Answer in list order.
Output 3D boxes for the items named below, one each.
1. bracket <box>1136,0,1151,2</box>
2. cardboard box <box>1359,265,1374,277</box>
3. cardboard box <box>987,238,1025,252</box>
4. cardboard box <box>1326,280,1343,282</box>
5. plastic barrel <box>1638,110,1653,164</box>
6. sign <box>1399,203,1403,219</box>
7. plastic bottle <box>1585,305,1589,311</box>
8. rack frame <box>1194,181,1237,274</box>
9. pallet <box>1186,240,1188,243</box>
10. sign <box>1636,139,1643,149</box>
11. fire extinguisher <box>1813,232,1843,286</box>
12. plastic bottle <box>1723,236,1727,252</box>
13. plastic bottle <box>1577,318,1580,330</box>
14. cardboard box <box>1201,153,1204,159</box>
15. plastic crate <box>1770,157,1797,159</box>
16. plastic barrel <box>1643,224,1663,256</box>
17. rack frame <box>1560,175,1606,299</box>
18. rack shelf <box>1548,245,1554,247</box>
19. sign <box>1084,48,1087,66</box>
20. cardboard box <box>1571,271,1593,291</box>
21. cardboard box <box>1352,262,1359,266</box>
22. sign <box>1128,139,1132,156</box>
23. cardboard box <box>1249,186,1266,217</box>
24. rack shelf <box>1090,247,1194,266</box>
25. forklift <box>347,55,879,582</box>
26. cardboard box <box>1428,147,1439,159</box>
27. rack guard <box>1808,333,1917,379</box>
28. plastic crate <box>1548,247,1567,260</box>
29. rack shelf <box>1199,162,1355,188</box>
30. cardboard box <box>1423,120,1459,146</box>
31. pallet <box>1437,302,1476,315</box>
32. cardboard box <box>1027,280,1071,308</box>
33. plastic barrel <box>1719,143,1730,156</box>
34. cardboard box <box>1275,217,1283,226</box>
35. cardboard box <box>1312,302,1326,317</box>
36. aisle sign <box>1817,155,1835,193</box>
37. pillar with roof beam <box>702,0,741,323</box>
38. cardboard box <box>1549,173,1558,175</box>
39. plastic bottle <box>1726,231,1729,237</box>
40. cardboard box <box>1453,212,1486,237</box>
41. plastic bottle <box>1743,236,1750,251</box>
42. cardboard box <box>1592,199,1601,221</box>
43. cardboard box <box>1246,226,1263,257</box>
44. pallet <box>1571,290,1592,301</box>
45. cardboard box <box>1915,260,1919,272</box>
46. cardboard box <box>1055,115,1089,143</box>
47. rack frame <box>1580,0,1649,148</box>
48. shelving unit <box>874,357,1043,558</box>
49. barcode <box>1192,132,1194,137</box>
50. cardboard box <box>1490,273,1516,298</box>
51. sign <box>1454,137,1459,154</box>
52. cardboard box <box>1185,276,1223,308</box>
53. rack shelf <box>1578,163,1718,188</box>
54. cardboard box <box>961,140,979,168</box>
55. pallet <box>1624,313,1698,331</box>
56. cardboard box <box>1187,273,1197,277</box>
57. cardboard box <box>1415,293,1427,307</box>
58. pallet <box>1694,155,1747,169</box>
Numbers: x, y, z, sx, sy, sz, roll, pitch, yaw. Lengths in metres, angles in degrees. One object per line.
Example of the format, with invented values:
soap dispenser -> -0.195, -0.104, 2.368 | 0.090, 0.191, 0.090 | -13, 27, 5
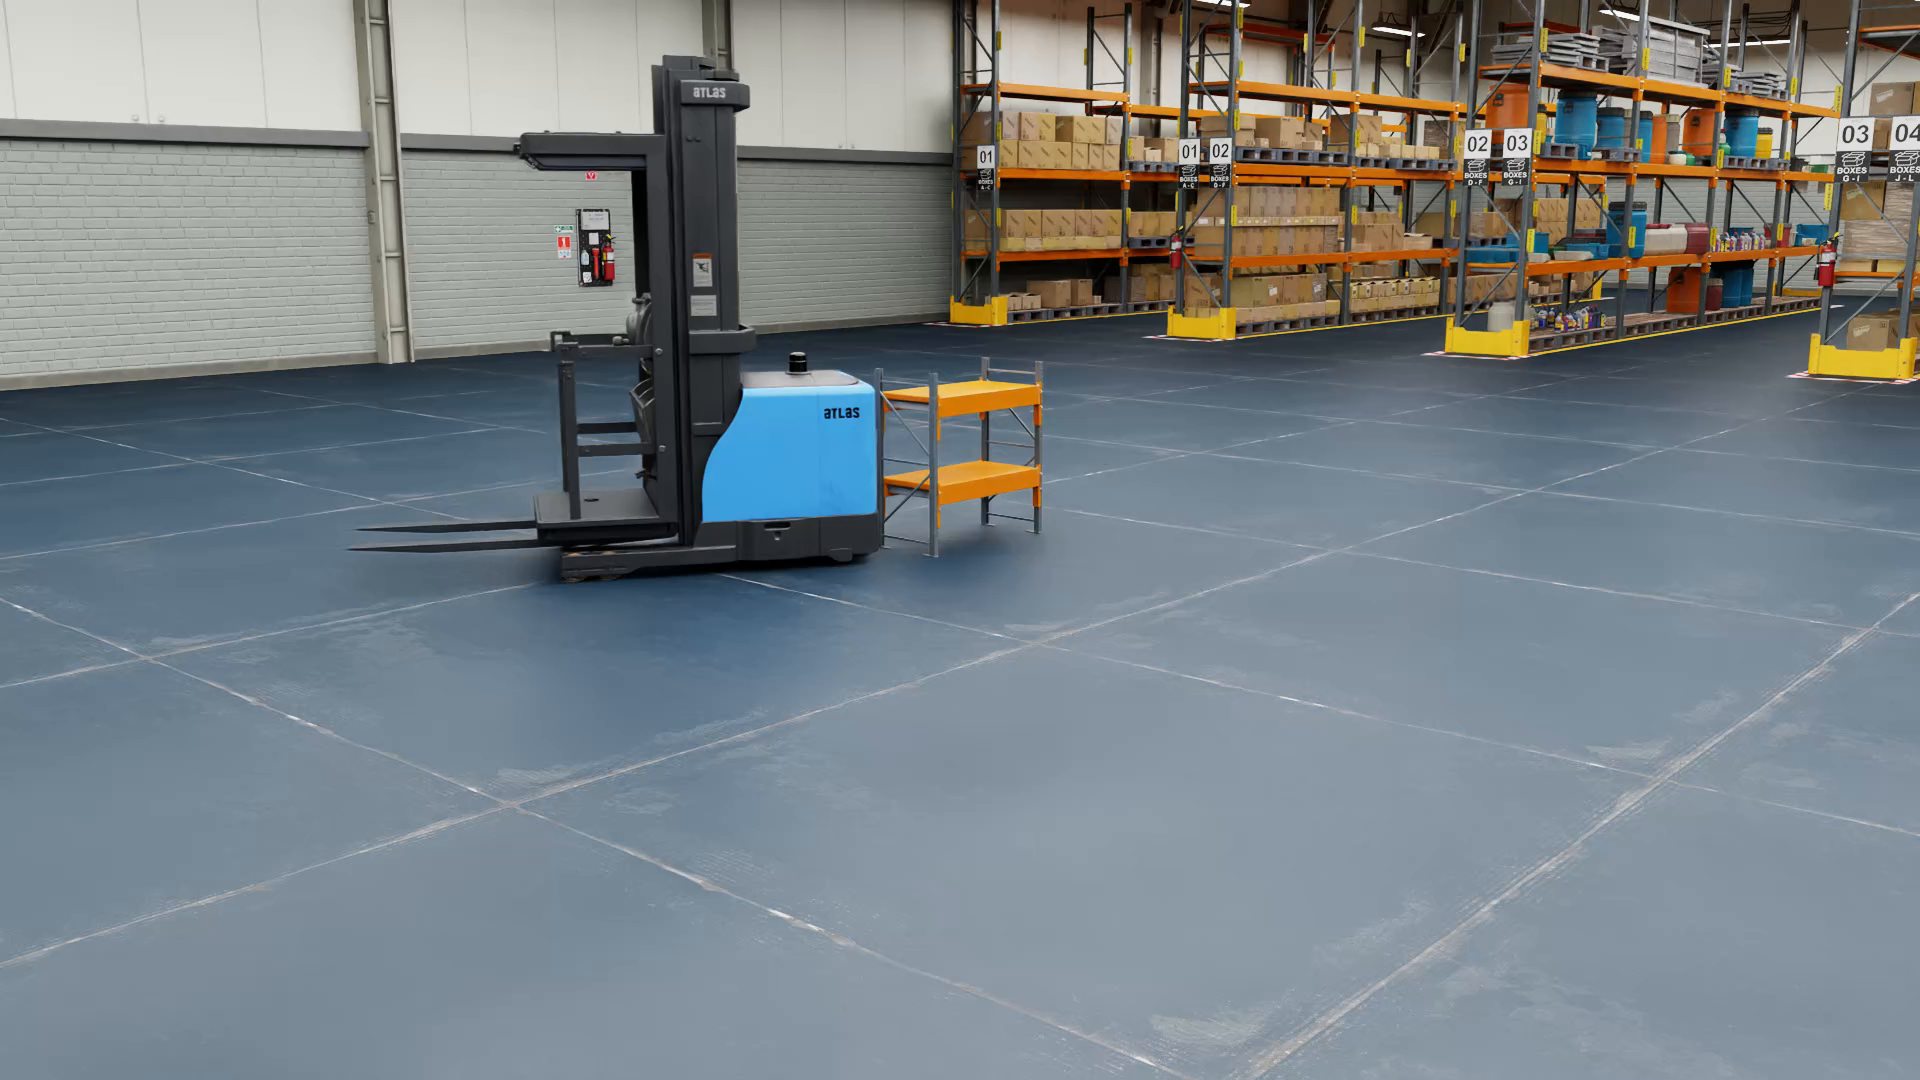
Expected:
bracket -> 2.343, -10.804, 32.639 | 0.076, 0.066, 4.783 | 10, 15, 40
cardboard box -> 9.802, -6.558, 41.199 | 0.700, 0.500, 0.500 | 9, 14, 39
cardboard box -> 0.850, -5.455, 30.696 | 0.500, 0.250, 0.500 | 9, 15, 39
cardboard box -> 7.044, -4.743, 31.316 | 0.500, 0.311, 0.500 | 10, 15, 42
plastic barrel -> 11.408, -6.808, 28.199 | 0.600, 0.901, 0.708 | 10, 15, 40
sign -> 8.880, -6.623, 33.457 | 0.100, 0.325, 0.005 | 10, 15, 40
plastic bottle -> 10.055, -3.599, 26.712 | 0.144, 0.351, 0.185 | 10, 15, 40
rack frame -> 5.570, -6.665, 36.422 | 1.000, 3.000, 0.127 | 10, 15, 40
pallet -> 5.180, -6.452, 35.847 | 1.213, 0.211, 1.003 | 10, 15, 40
sign -> 10.778, -6.198, 26.404 | 0.100, 0.325, 0.005 | 10, 15, 40
fire extinguisher -> 11.030, -3.571, 21.132 | 0.296, 0.674, 0.183 | 10, 15, 40
plastic bottle -> 14.121, -5.465, 30.710 | 0.061, 0.283, 0.133 | 10, 15, 40
plastic bottle -> 9.655, -3.387, 26.032 | 0.097, 0.201, 0.097 | 0, 11, 0
cardboard box -> 4.922, -8.119, 35.735 | 0.500, 0.500, 0.500 | 10, 15, 40
plastic crate -> 17.078, -7.812, 34.667 | 0.504, 0.338, 0.767 | 10, 15, 40
plastic barrel -> 11.652, -5.083, 28.153 | 0.433, 0.535, 0.433 | 0, 11, 0
rack frame -> 14.575, -7.202, 39.111 | 1.000, 3.000, 0.127 | 10, 15, 40
rack shelf -> 13.254, -6.555, 37.709 | 1.077, 0.370, 4.000 | 10, 15, 40
sign -> 2.509, -9.625, 33.136 | 0.100, 0.325, 0.005 | 10, 15, 40
cardboard box -> 14.401, -6.080, 38.753 | 0.500, 0.500, 0.500 | 10, 15, 40
cardboard box -> 9.489, -6.752, 40.512 | 0.380, 0.149, 0.250 | 9, 15, 39
sign -> 3.342, -7.732, 32.786 | 0.100, 0.325, 0.005 | 10, 15, 40
cardboard box -> 4.709, -5.686, 27.954 | 0.700, 0.500, 0.500 | 9, 15, 39
rack shelf -> 4.250, -6.018, 35.020 | 1.077, 0.370, 4.000 | 10, 15, 40
forklift -> -2.065, -1.310, 9.788 | 3.031, 2.935, 1.130 | -3, 12, -15
cardboard box -> 9.036, -7.554, 32.528 | 0.500, 0.250, 0.500 | 8, 14, 36
rack guard -> 11.502, -2.352, 21.211 | 1.175, 0.500, 0.348 | 10, 15, 40
plastic crate -> 9.263, -4.528, 26.266 | 0.450, 0.188, 0.662 | 10, 15, 40
rack shelf -> 5.333, -6.260, 28.575 | 1.077, 0.370, 4.000 | 10, 15, 40
cardboard box -> 9.586, -8.099, 33.134 | 0.500, 0.500, 0.500 | 10, 15, 40
pallet -> 9.815, -4.763, 34.017 | 1.003, 0.211, 1.213 | 10, 15, 40
cardboard box -> 1.712, -4.753, 32.111 | 0.700, 0.500, 0.500 | 9, 14, 37
plastic barrel -> 13.884, -7.111, 30.321 | 0.294, 0.245, 0.294 | 0, 11, 0
cardboard box -> 5.282, -5.435, 28.352 | 0.380, 0.149, 0.250 | 10, 15, 40
cardboard box -> 6.174, -4.125, 29.655 | 0.500, 0.250, 0.500 | 10, 15, 40
aisle sign -> 18.560, -7.809, 35.511 | 0.394, 0.787, 0.004 | 10, 15, 40
pillar with roof beam -> -0.625, -7.205, 23.811 | 9.100, 9.000, 0.400 | 10, 15, 40
cardboard box -> 12.774, -8.124, 36.450 | 0.500, 0.250, 0.500 | 10, 15, 40
plastic bottle -> 15.150, -5.933, 32.881 | 0.144, 0.351, 0.185 | 10, 15, 40
cardboard box -> 10.372, -6.497, 34.255 | 0.500, 0.500, 0.700 | -9, 14, -37
plastic bottle -> 14.972, -5.664, 31.729 | 0.152, 0.276, 0.135 | 10, 15, 40
cardboard box -> 14.487, -7.640, 38.498 | 0.500, 0.500, 0.500 | 10, 15, 40
cardboard box -> 4.674, -5.042, 28.041 | 0.700, 0.500, 0.500 | 10, 15, 42
pallet -> 13.999, -5.706, 38.741 | 1.003, 0.211, 1.213 | 10, 15, 40
cardboard box -> 11.998, -3.489, 21.162 | 0.380, 0.149, 0.250 | 10, 15, 40
cardboard box -> 2.112, -7.828, 31.726 | 0.500, 0.500, 0.500 | 9, 14, 38
rack frame -> 10.372, -7.737, 26.475 | 1.000, 3.000, 0.127 | 10, 15, 40
shelving unit -> 0.004, -0.553, 10.606 | 0.538, 1.125, 1.048 | 10, 15, 40
barcode -> 3.850, -6.710, 27.509 | 0.001, 0.075, 0.075 | 10, 15, 40
cardboard box -> 11.491, -5.422, 35.459 | 0.500, 0.500, 0.500 | 10, 15, 41
sign -> 9.705, -7.715, 32.501 | 0.100, 0.325, 0.005 | 10, 15, 40
cardboard box -> 4.143, -4.191, 28.068 | 0.500, 0.500, 0.500 | 10, 15, 40
rack shelf -> 11.692, -6.208, 28.313 | 1.077, 0.370, 4.000 | 10, 15, 40
cardboard box -> 0.375, -7.112, 30.695 | 0.500, 0.500, 0.500 | -11, 16, -43
pallet -> 12.472, -3.908, 29.737 | 1.003, 0.211, 1.213 | 10, 15, 40
cardboard box -> 4.707, -5.481, 35.756 | 0.700, 0.500, 0.500 | 10, 15, 40
cardboard box -> 8.792, -4.697, 32.519 | 0.500, 0.250, 0.500 | 10, 15, 40
pallet -> 13.590, -6.862, 30.234 | 1.003, 0.211, 1.213 | 10, 15, 40
